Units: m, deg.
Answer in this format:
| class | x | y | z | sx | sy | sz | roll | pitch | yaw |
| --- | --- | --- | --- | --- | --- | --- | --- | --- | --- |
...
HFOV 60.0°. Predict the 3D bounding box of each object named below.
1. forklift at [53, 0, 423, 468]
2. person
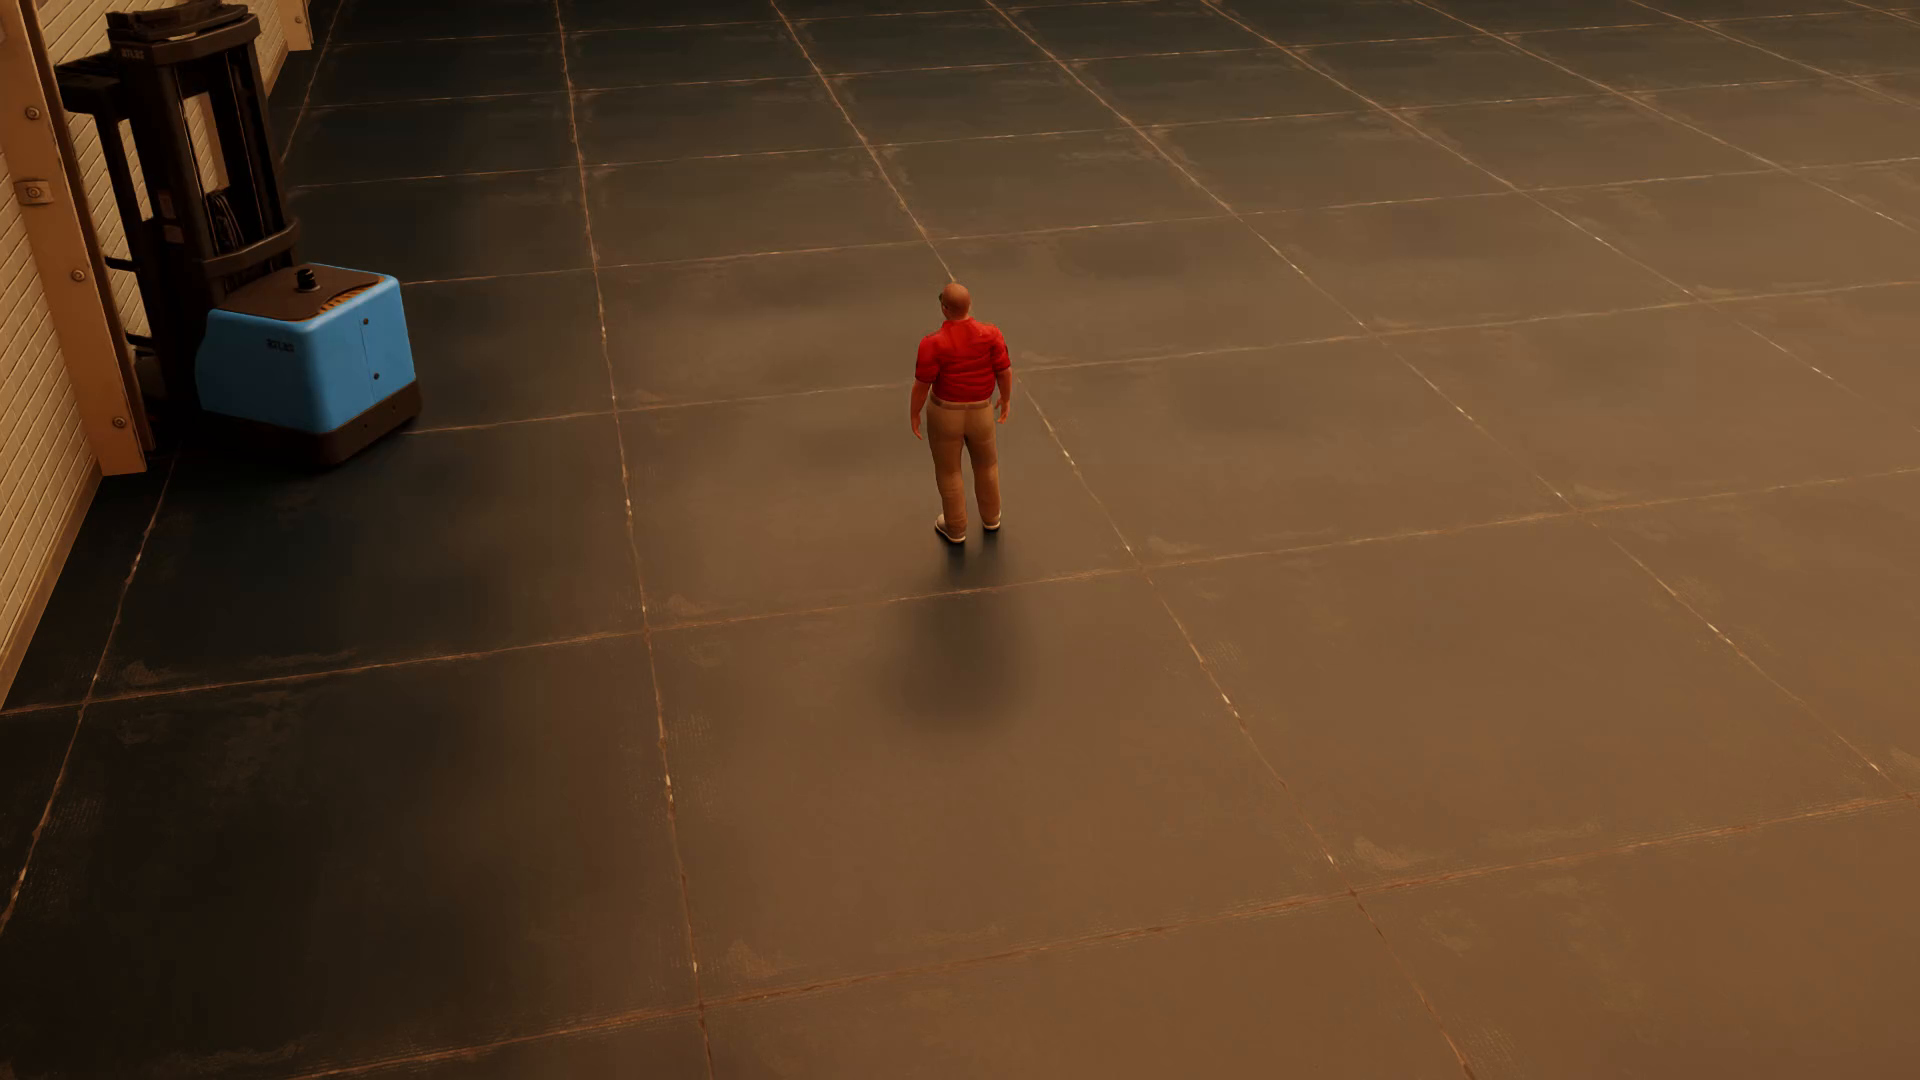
| class | x | y | z | sx | sy | sz | roll | pitch | yaw |
| --- | --- | --- | --- | --- | --- | --- | --- | --- | --- |
| forklift | -5.443 | -2.214 | 11.399 | 3.031 | 2.935 | 1.130 | 11 | 32 | 18 |
| person | -0.009 | -0.799 | 10.141 | 0.640 | 1.727 | 0.551 | -7 | 31 | -12 |
